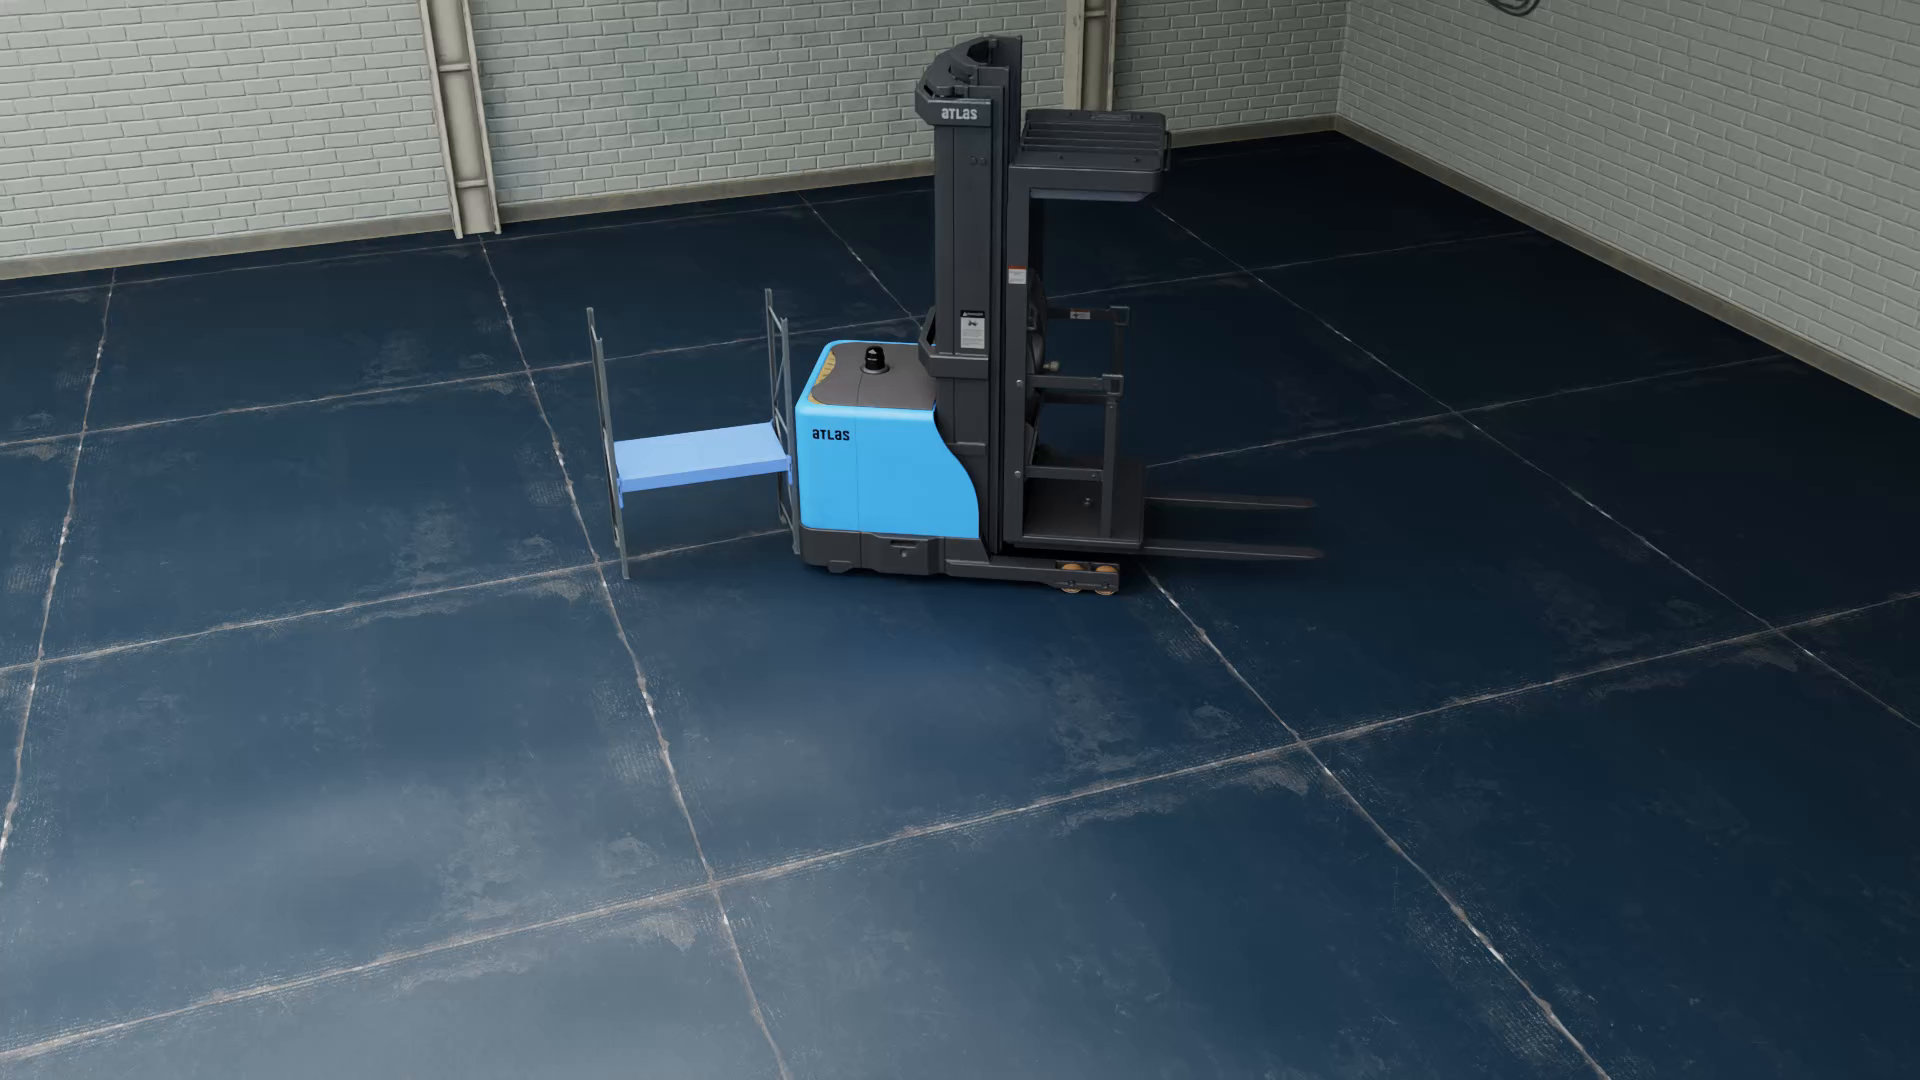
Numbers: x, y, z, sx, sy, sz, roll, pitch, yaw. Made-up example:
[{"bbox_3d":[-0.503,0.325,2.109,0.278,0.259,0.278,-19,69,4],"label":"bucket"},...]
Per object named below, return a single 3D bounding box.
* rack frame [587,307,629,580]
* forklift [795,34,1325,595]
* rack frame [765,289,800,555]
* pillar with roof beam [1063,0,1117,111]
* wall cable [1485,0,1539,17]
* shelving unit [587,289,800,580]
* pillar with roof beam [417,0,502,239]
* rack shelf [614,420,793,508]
[{"bbox_3d":[-2.015,-0.539,9.531,0.032,1.500,0.500,-8,31,-15],"label":"rack frame"},{"bbox_3d":[0.618,-1.236,9.310,3.031,2.935,1.130,3,30,6],"label":"forklift"},{"bbox_3d":[-1.042,-0.684,9.786,0.032,1.500,0.500,-8,31,-15],"label":"rack frame"},{"bbox_3d":[2.772,-5.739,11.083,0.400,9.000,9.100,-10,31,-18],"label":"pillar with roof beam"},{"bbox_3d":[4.493,-6.282,15.173,0.112,2.526,3.097,-10,31,-18],"label":"wall cable"},{"bbox_3d":[-1.529,-0.611,9.659,1.048,1.500,0.538,-8,31,-15],"label":"shelving unit"},{"bbox_3d":[-2.851,-4.703,9.265,0.400,9.000,9.100,-10,31,-18],"label":"pillar with roof beam"},{"bbox_3d":[-1.529,-0.455,9.748,1.000,0.185,0.538,-8,31,-15],"label":"rack shelf"}]
